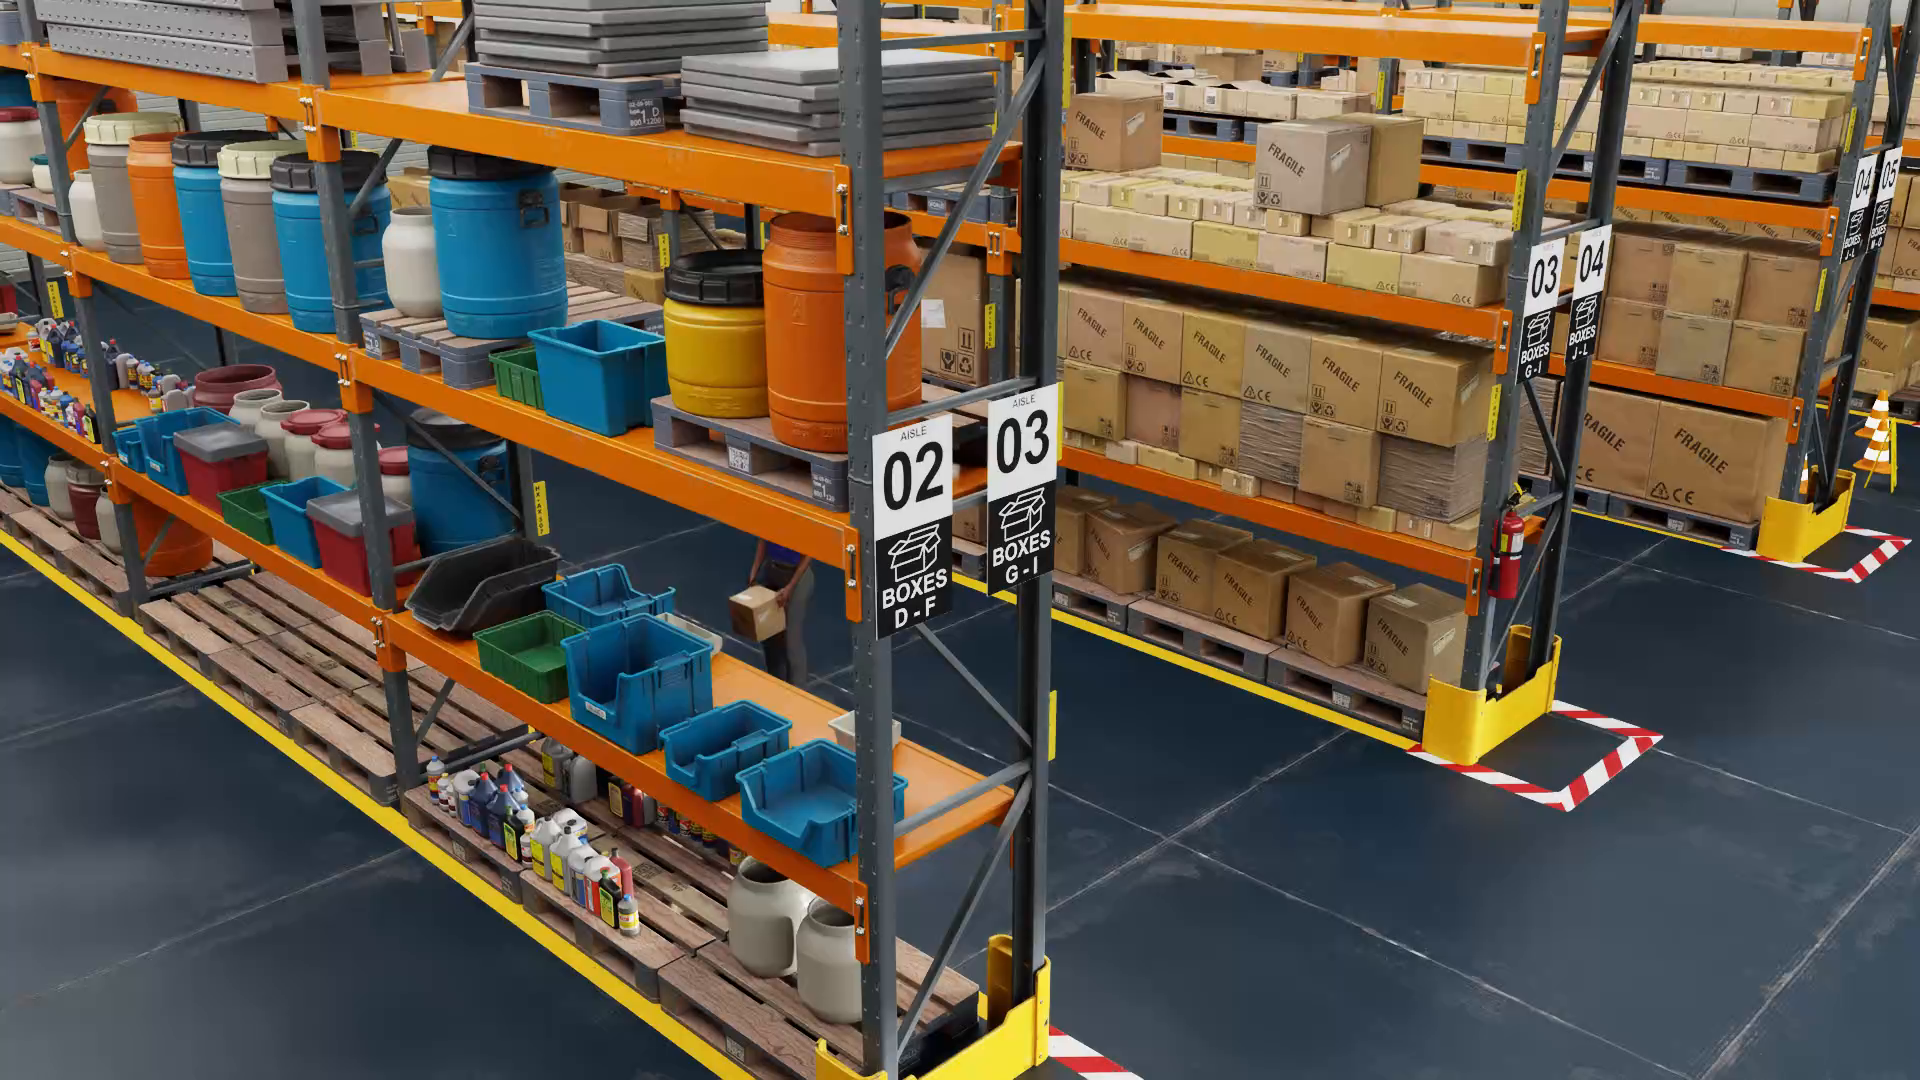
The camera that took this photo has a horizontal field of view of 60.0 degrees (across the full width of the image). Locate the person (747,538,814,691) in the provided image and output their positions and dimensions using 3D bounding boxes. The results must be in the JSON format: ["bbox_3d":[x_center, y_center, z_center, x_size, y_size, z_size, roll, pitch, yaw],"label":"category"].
[{"bbox_3d":[-1.168,0.282,10.830,0.486,1.662,0.398,18,27,40],"label":"person"}]
